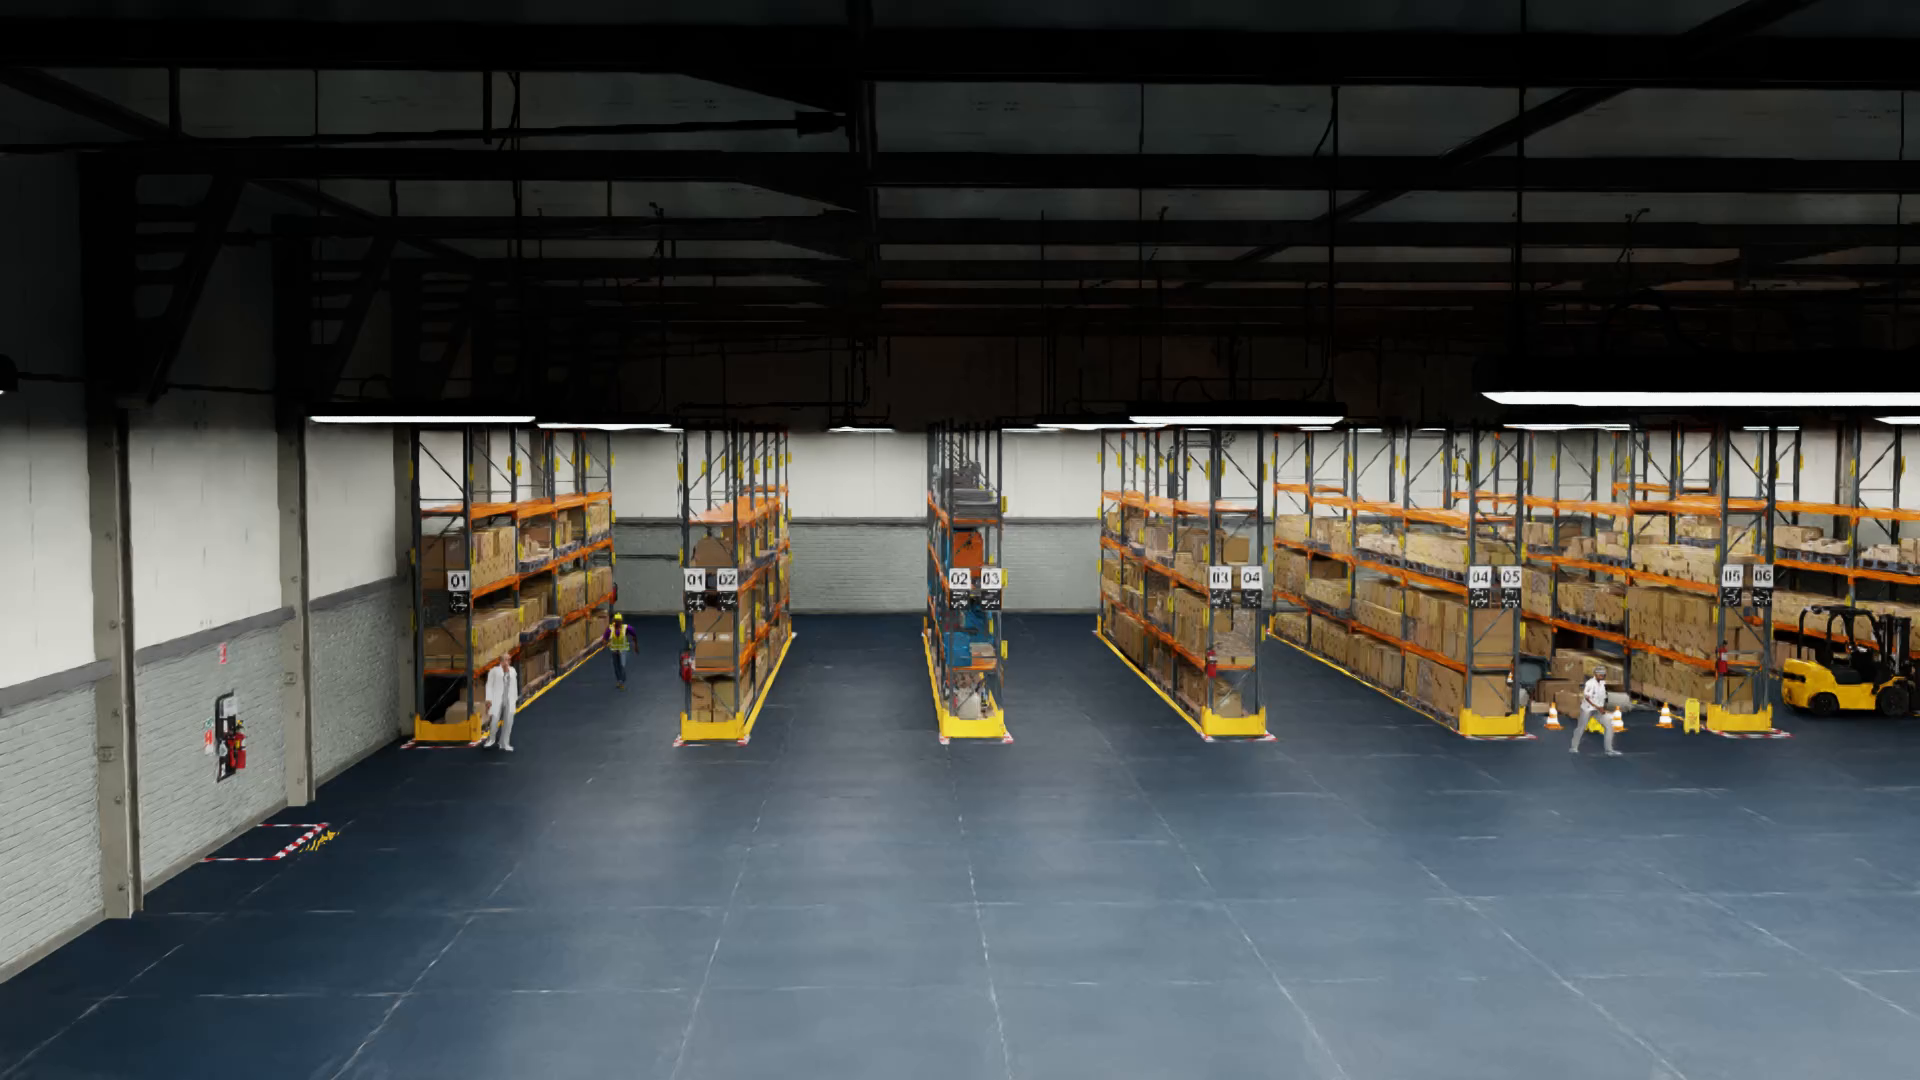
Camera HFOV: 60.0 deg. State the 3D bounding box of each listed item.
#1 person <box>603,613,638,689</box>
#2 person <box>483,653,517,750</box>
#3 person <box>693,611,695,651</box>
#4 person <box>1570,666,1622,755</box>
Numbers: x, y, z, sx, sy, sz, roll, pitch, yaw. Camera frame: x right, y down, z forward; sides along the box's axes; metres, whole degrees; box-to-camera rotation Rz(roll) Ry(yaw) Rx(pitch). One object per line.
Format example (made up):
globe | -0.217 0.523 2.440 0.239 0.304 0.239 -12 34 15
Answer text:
person | -7.659 2.475 37.425 0.734 1.697 0.856 0 4 3
person | -8.334 2.913 30.141 0.615 1.766 0.619 -3 5 -37
person | -6.759 2.125 43.202 0.556 1.644 0.598 2 4 27
person | 11.285 3.019 29.593 0.616 1.611 0.776 -1 4 -22
